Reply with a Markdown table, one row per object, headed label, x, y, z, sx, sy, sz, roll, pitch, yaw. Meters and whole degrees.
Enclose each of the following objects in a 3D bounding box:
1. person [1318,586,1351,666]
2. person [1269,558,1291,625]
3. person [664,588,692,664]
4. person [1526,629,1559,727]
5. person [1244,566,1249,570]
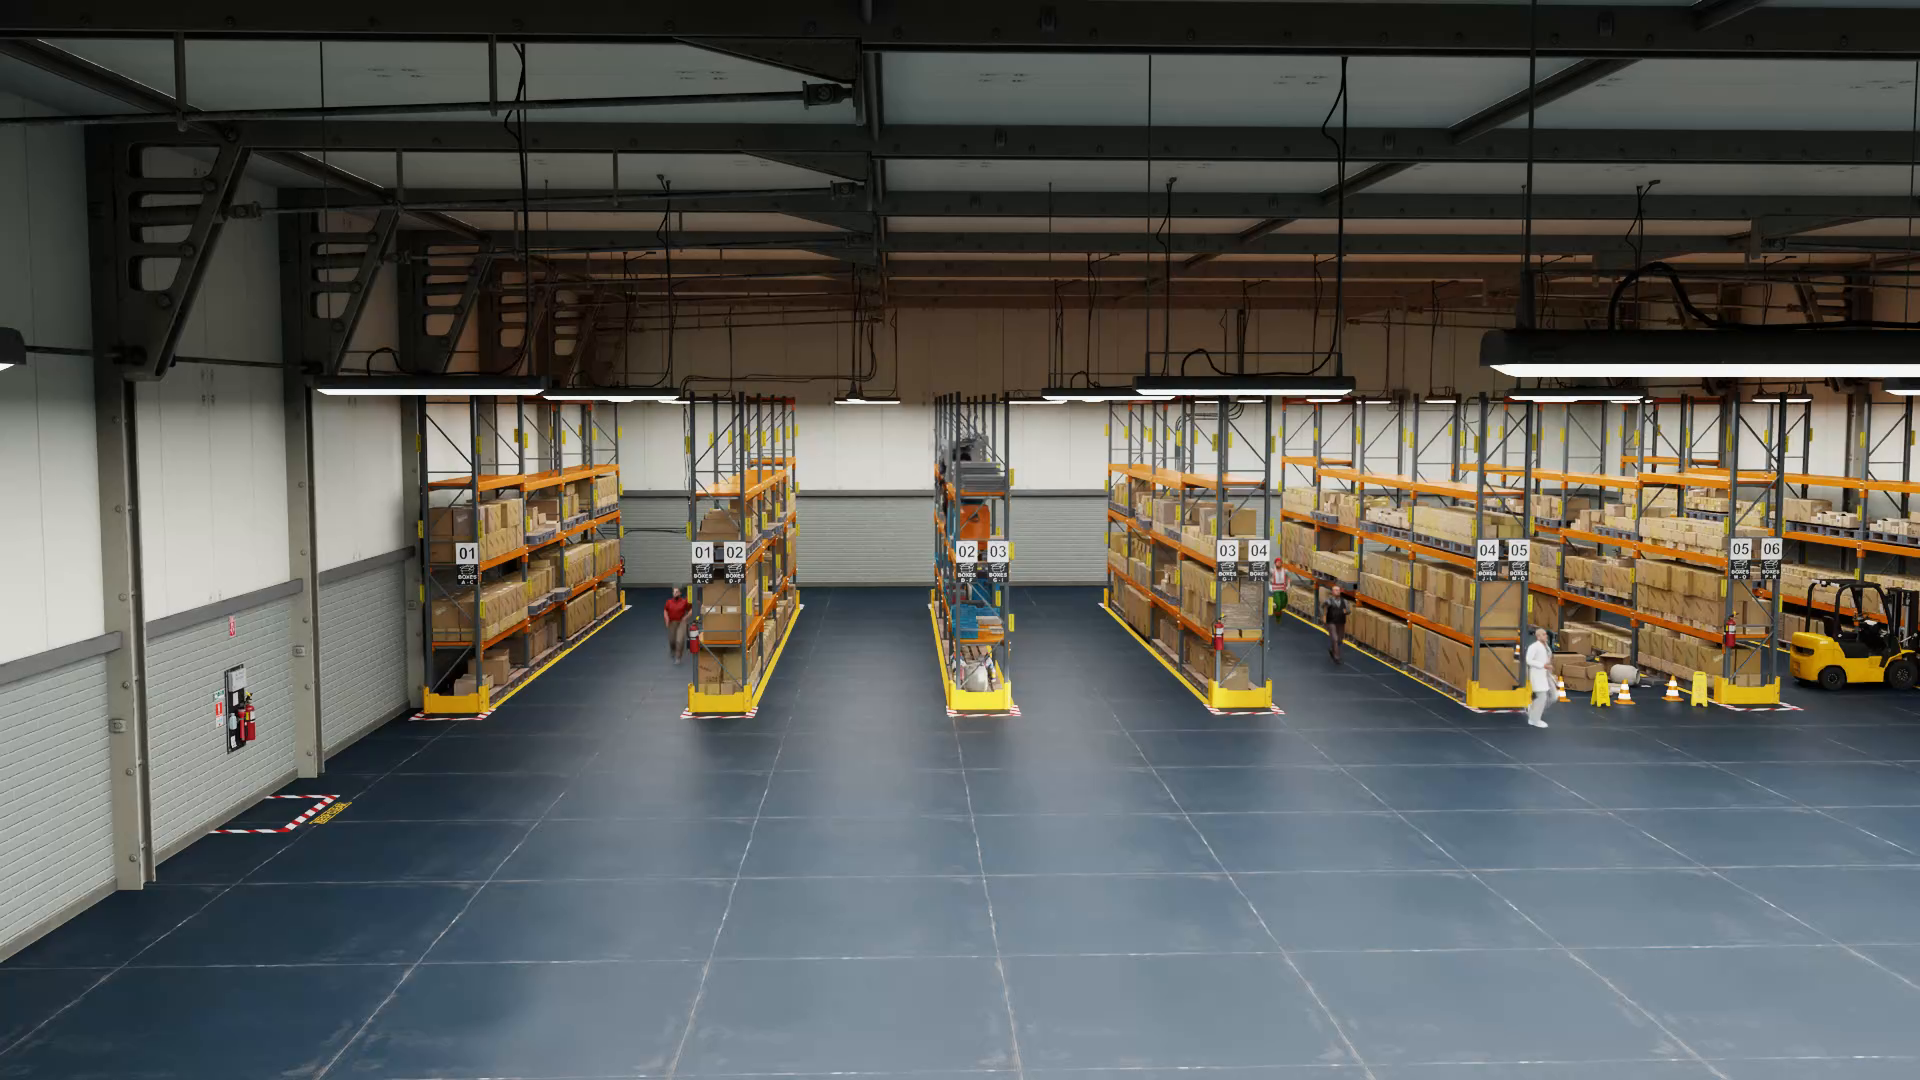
| label | x | y | z | sx | sy | sz | roll | pitch | yaw |
| --- | --- | --- | --- | --- | --- | --- | --- | --- | --- |
| person | 8.357 | 1.880 | 36.971 | 0.656 | 1.707 | 0.969 | -1 | 5 | -11 |
| person | 8.413 | 1.340 | 43.907 | 0.651 | 1.758 | 0.635 | 0 | 5 | -1 |
| person | -6.295 | 1.913 | 37.159 | 0.653 | 1.700 | 0.647 | 0 | 5 | 0 |
| person | 10.452 | 2.470 | 29.819 | 0.738 | 1.750 | 0.636 | -4 | 6 | -38 |
| person | 8.438 | 1.005 | 48.843 | 0.641 | 1.677 | 0.721 | -1 | 5 | -9 |
